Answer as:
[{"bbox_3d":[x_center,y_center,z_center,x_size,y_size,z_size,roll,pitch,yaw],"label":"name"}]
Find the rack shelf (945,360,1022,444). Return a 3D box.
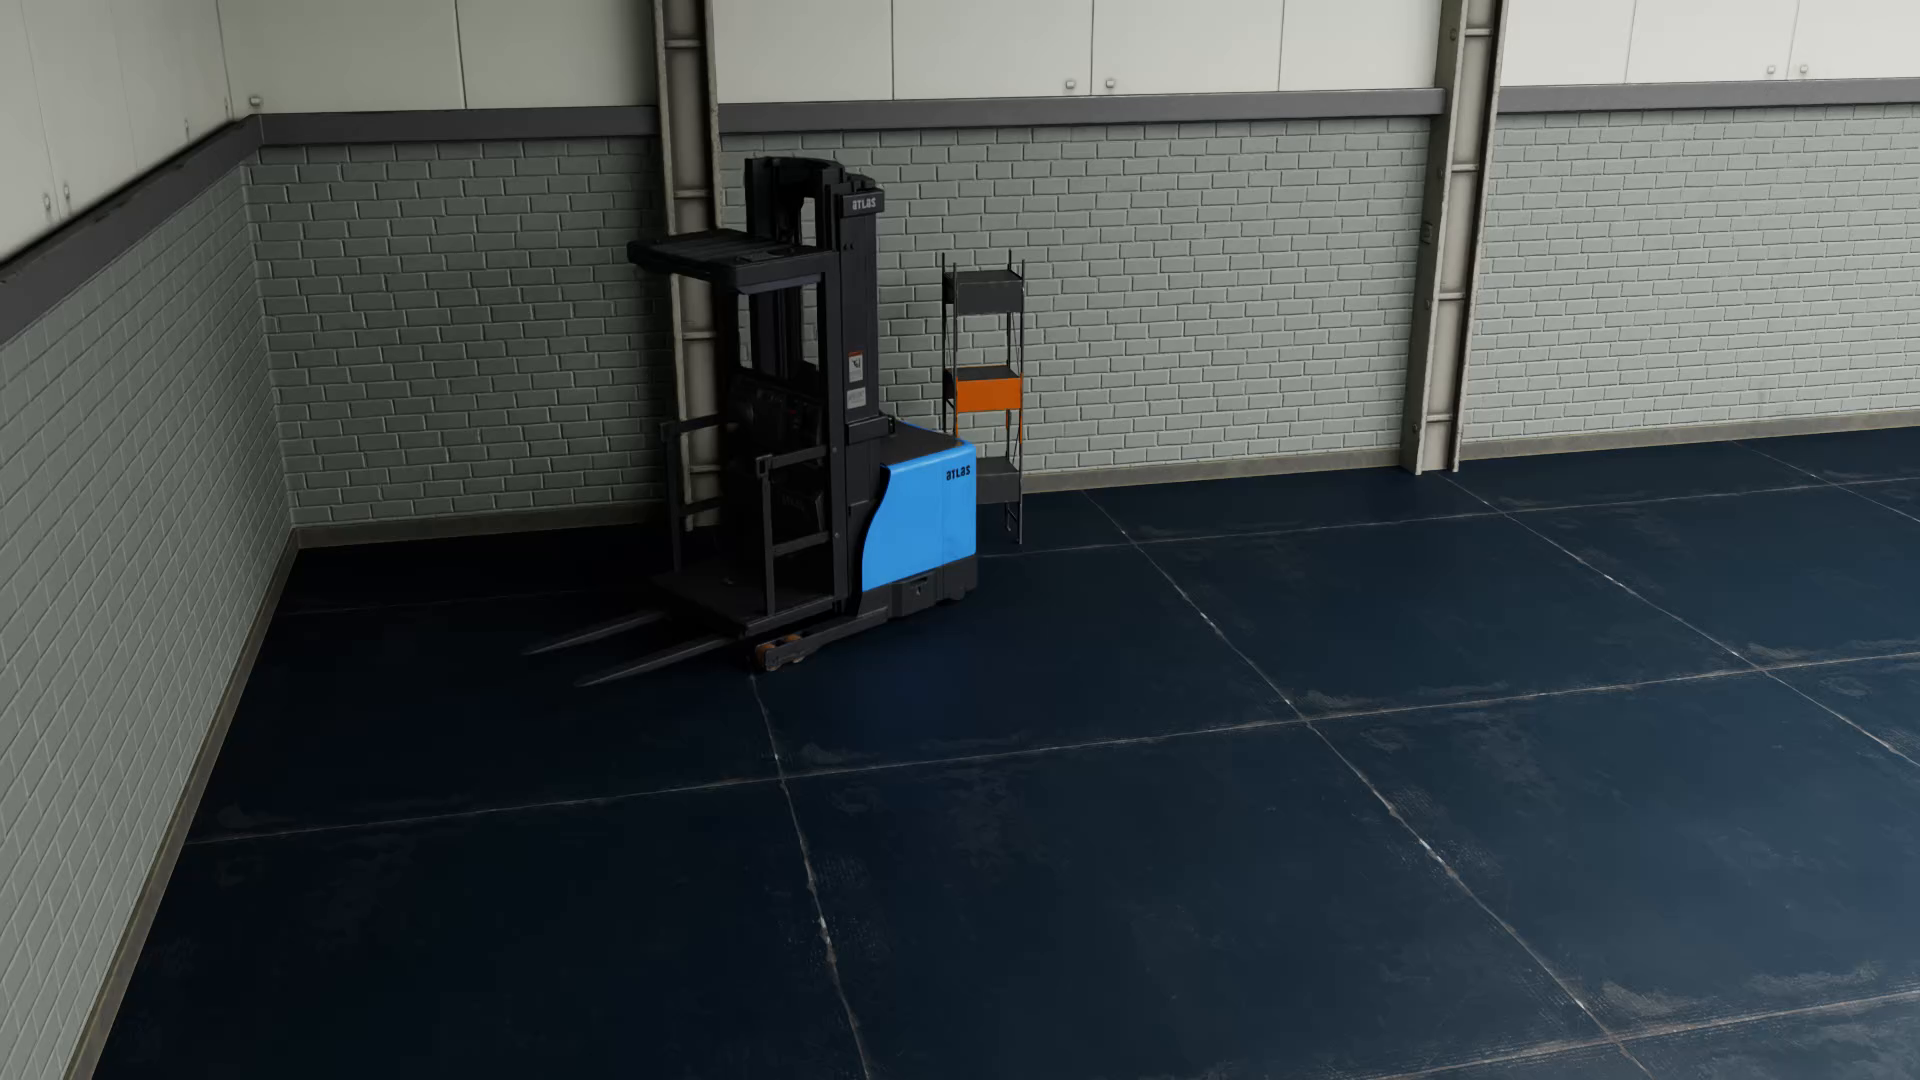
[{"bbox_3d":[0.161,-0.986,11.994,0.480,0.518,0.431,-5,21,-12],"label":"rack shelf"}]

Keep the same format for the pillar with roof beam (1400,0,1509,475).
[{"bbox_3d":[4.923,-3.392,8.491,0.400,9.000,9.100,-5,21,-12],"label":"pillar with roof beam"}]

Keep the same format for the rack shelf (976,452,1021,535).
[{"bbox_3d":[0.161,-0.329,12.235,0.480,0.518,0.431,-5,21,-12],"label":"rack shelf"}]

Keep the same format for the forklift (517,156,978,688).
[{"bbox_3d":[-1.296,-0.777,10.176,3.031,2.935,1.130,-18,27,-40],"label":"forklift"}]

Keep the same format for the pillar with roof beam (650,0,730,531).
[{"bbox_3d":[-0.916,-2.917,7.195,0.400,9.000,9.100,-5,21,-12],"label":"pillar with roof beam"}]

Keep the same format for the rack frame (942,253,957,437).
[{"bbox_3d":[-0.076,-0.980,11.936,0.015,2.100,0.400,-5,21,-12],"label":"rack frame"}]

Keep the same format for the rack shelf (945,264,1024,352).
[{"bbox_3d":[0.161,-1.644,11.753,0.480,0.518,0.431,-5,21,-12],"label":"rack shelf"}]

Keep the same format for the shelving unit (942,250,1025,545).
[{"bbox_3d":[0.161,-0.999,11.989,0.503,2.100,0.431,-5,21,-12],"label":"shelving unit"}]

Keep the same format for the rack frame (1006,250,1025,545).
[{"bbox_3d":[0.399,-1.018,12.042,0.015,2.100,0.400,-5,21,-12],"label":"rack frame"}]
